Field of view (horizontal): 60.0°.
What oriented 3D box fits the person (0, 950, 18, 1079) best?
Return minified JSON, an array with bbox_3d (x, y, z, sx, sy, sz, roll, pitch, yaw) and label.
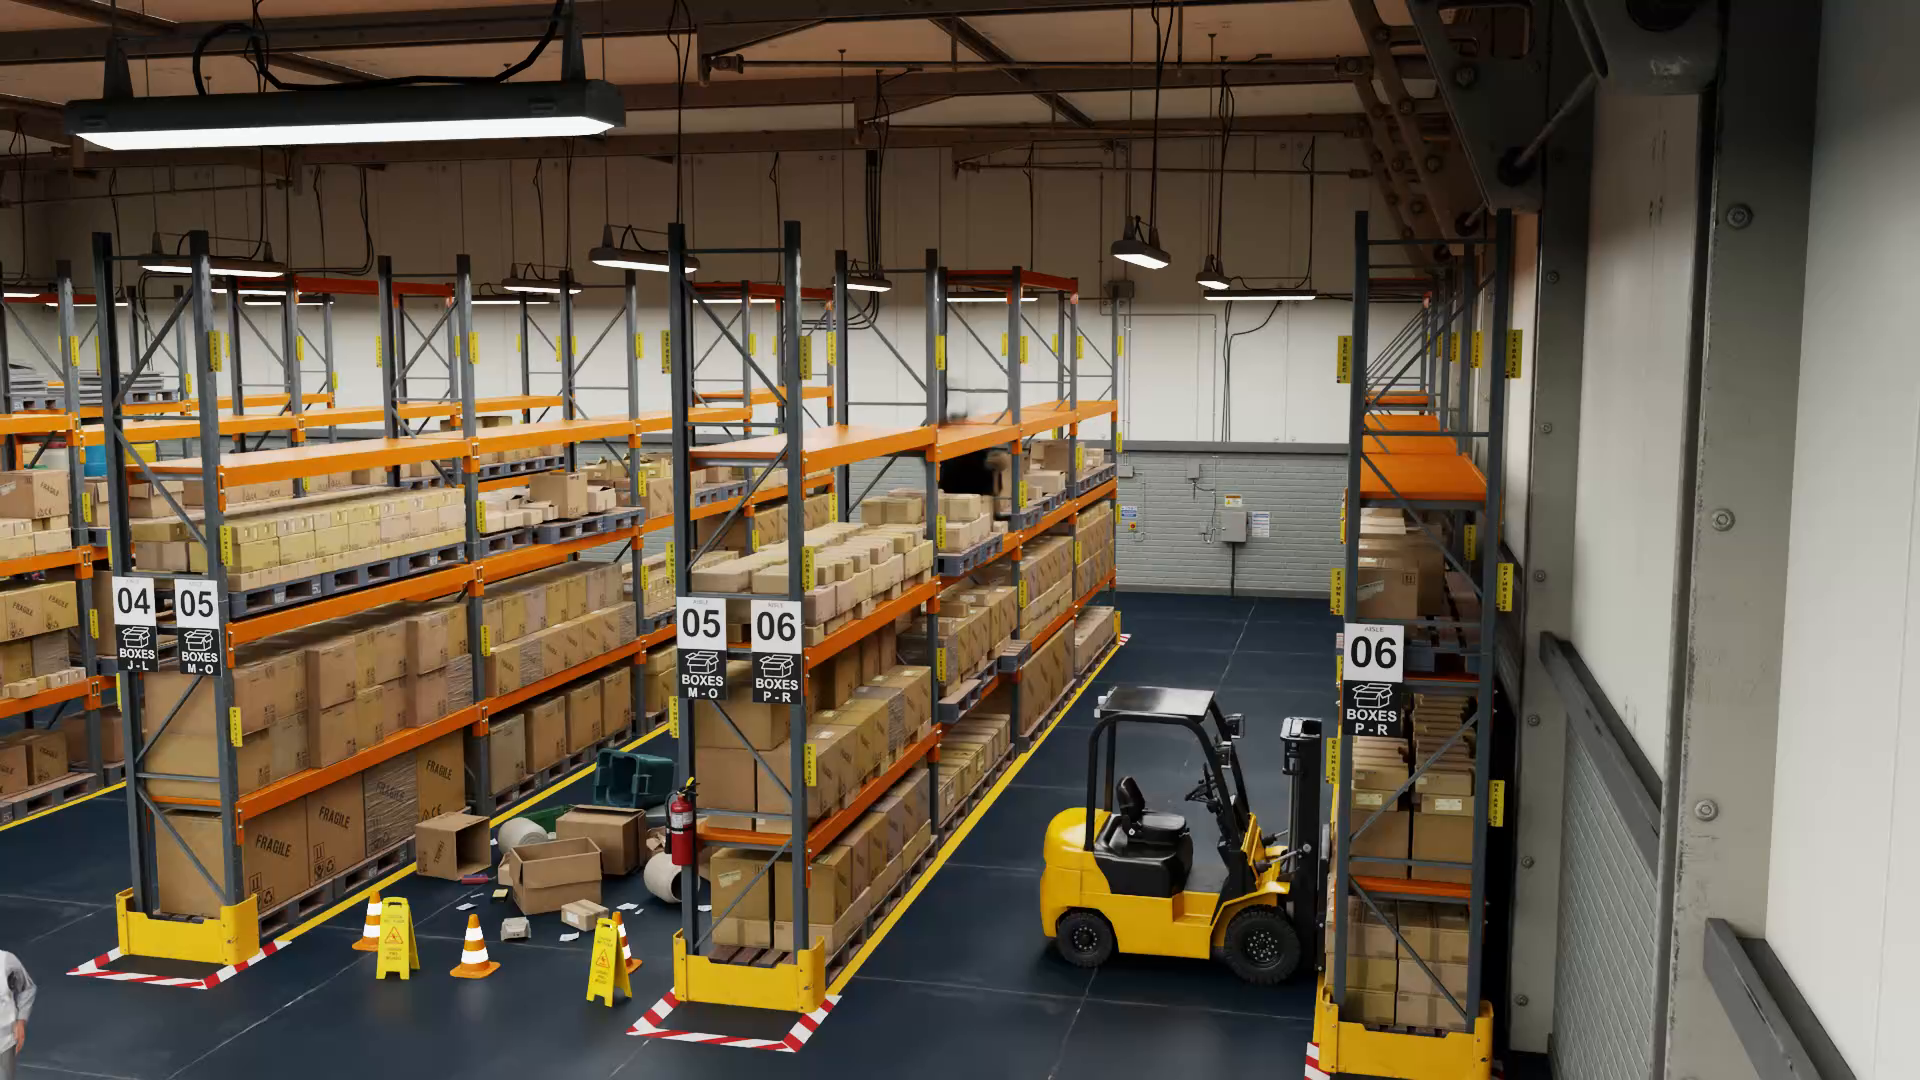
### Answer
[{"bbox_3d":[-5.984,3.163,10.155,0.447,1.455,0.556,-4,8,-30],"label":"person"}]
